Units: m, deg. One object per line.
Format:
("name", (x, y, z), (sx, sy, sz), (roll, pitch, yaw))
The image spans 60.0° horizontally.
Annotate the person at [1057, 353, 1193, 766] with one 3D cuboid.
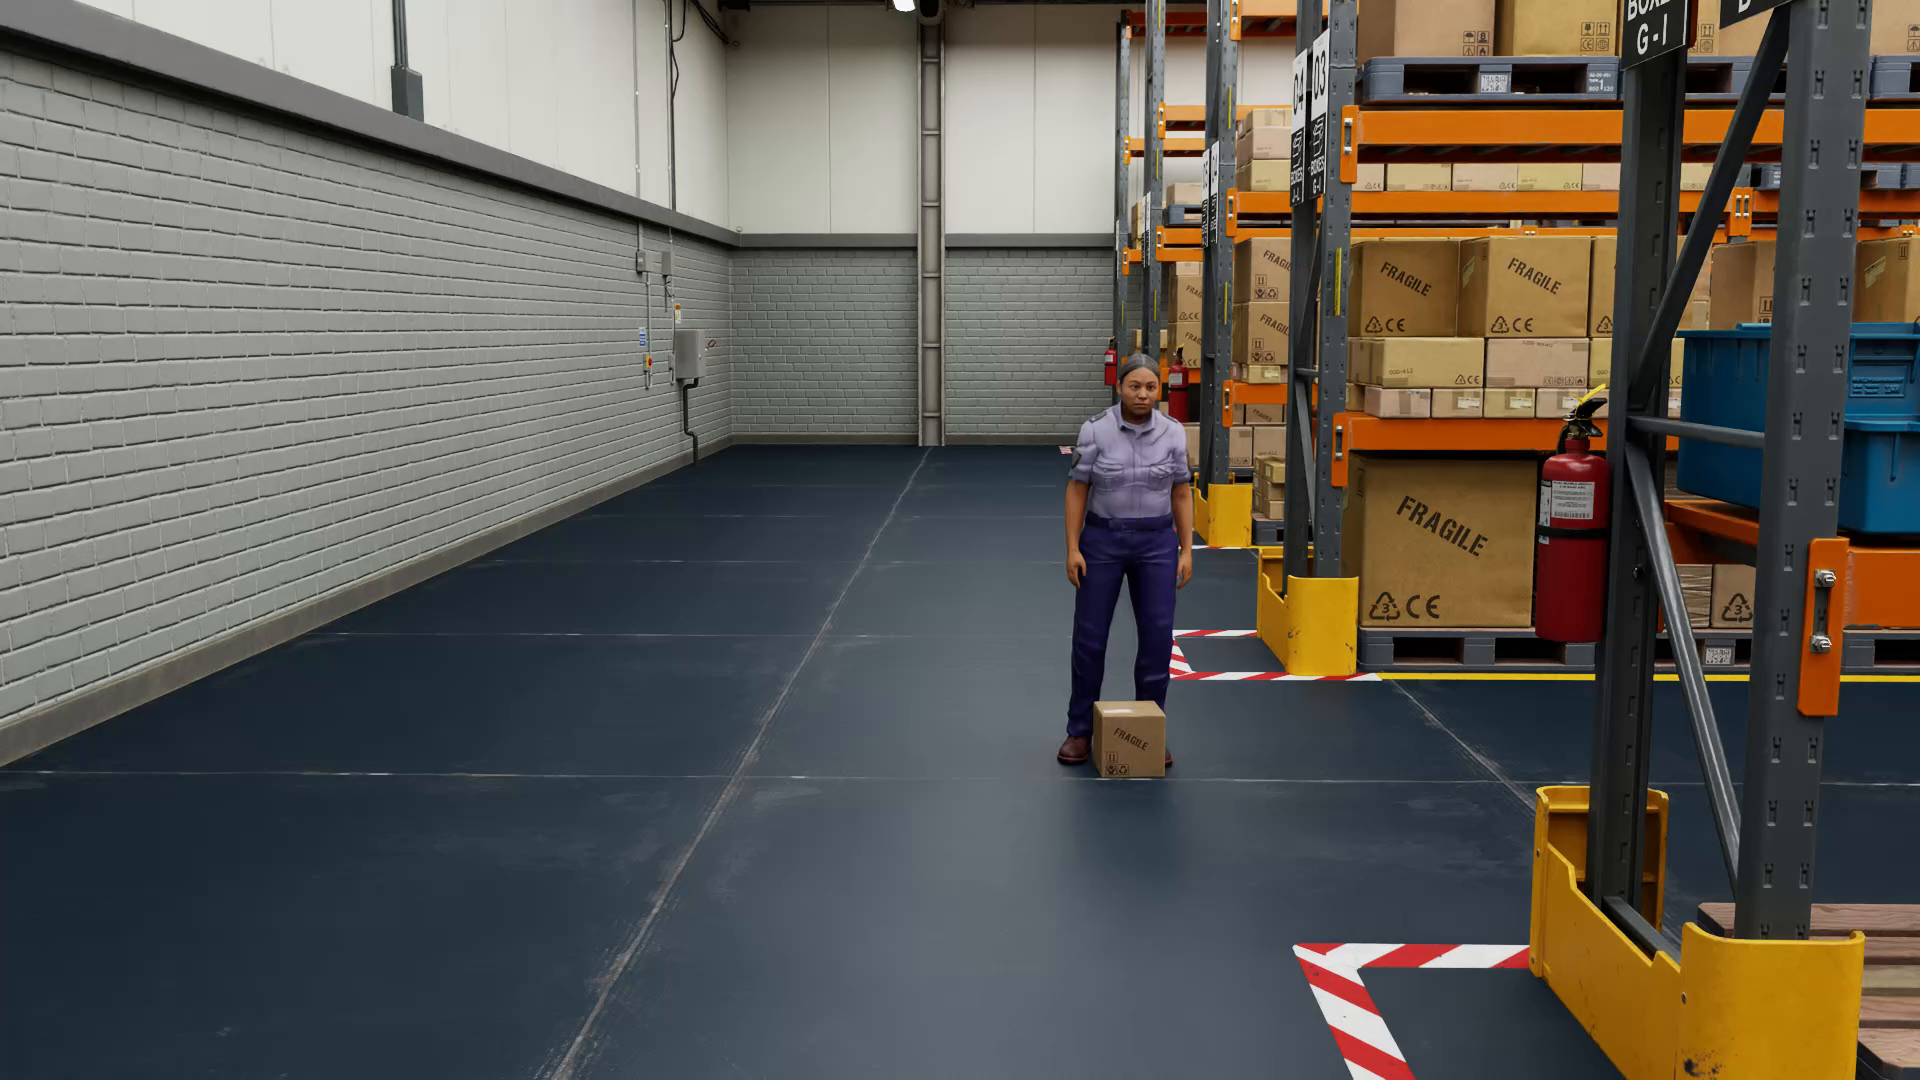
("person", (0.676, 0.072, 6.754), (0.562, 1.651, 0.426), (0, 7, -2))
